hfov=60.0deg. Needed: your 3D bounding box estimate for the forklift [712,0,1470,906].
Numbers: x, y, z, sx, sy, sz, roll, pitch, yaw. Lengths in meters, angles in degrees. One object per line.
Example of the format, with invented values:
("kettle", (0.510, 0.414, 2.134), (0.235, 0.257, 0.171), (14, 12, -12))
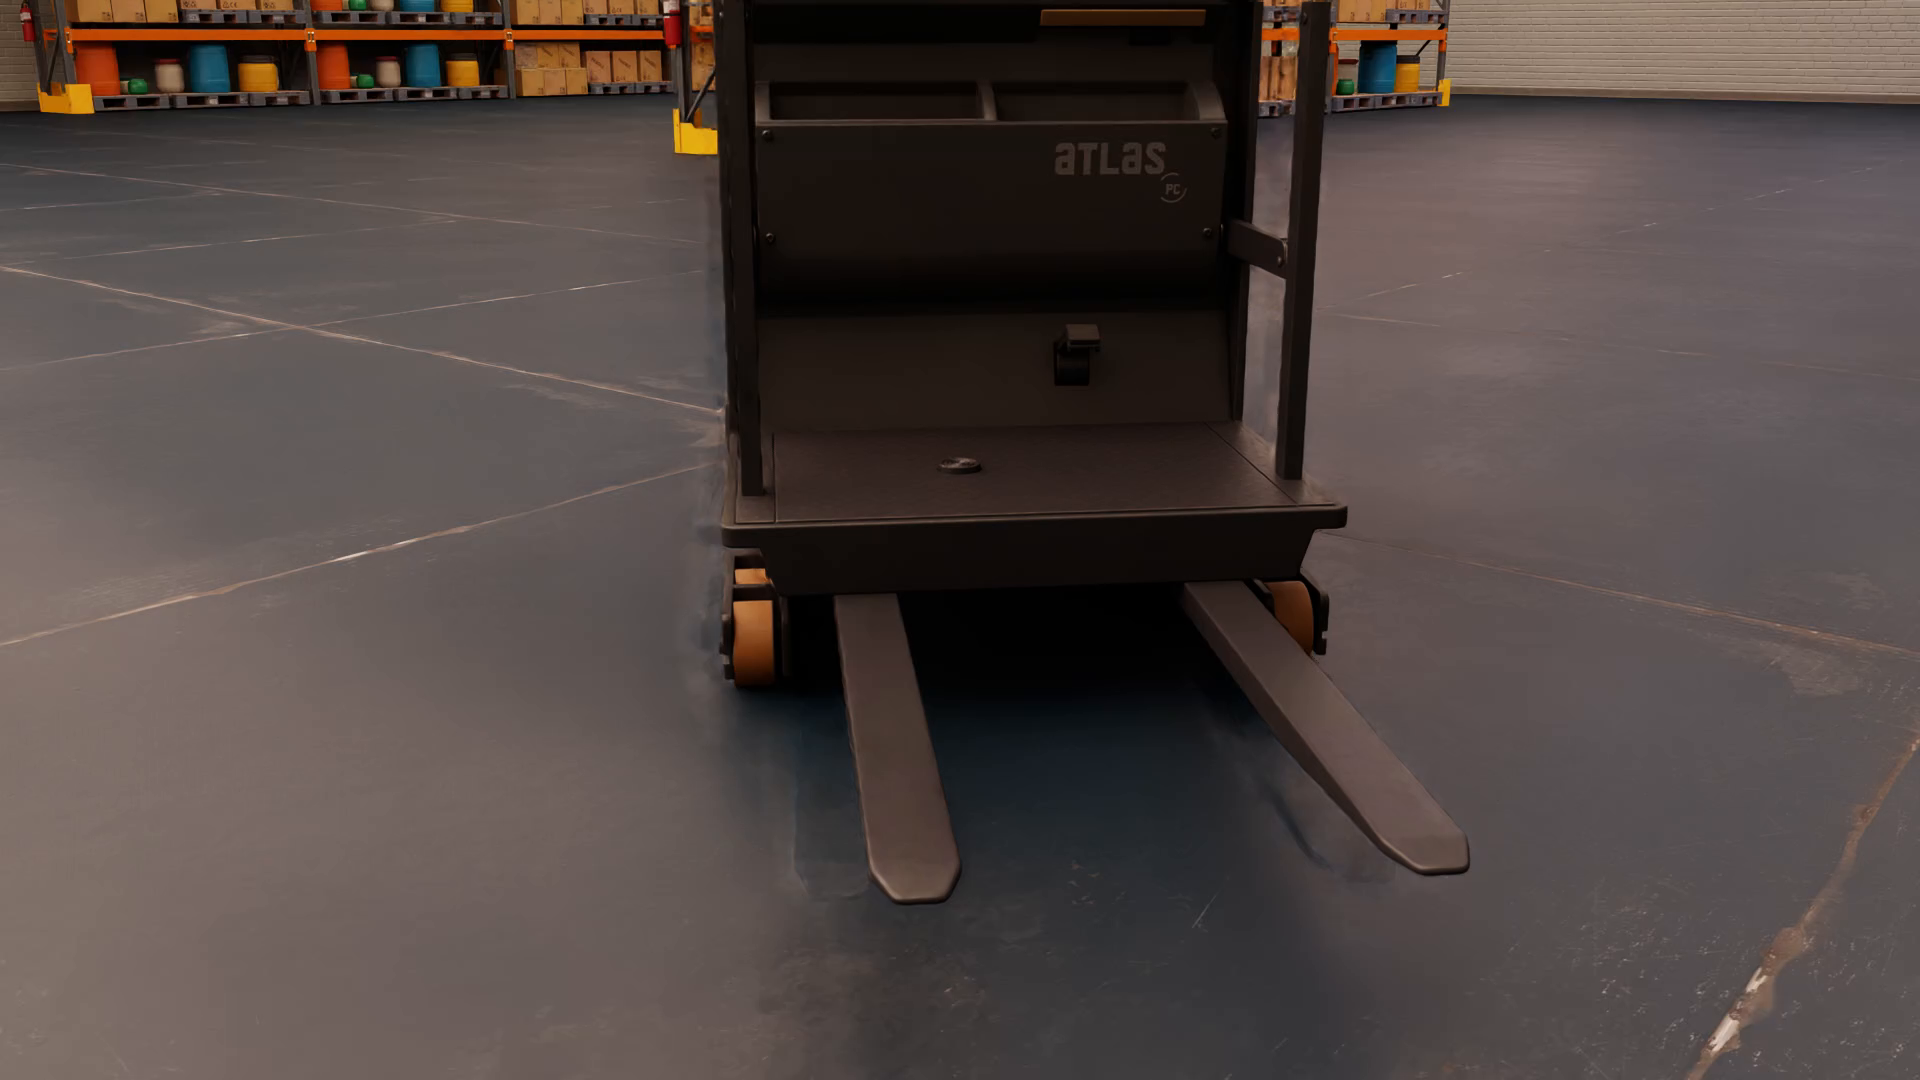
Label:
("forklift", (0.087, -1.235, 2.965), (1.130, 2.935, 3.031), (-2, 17, -6))
